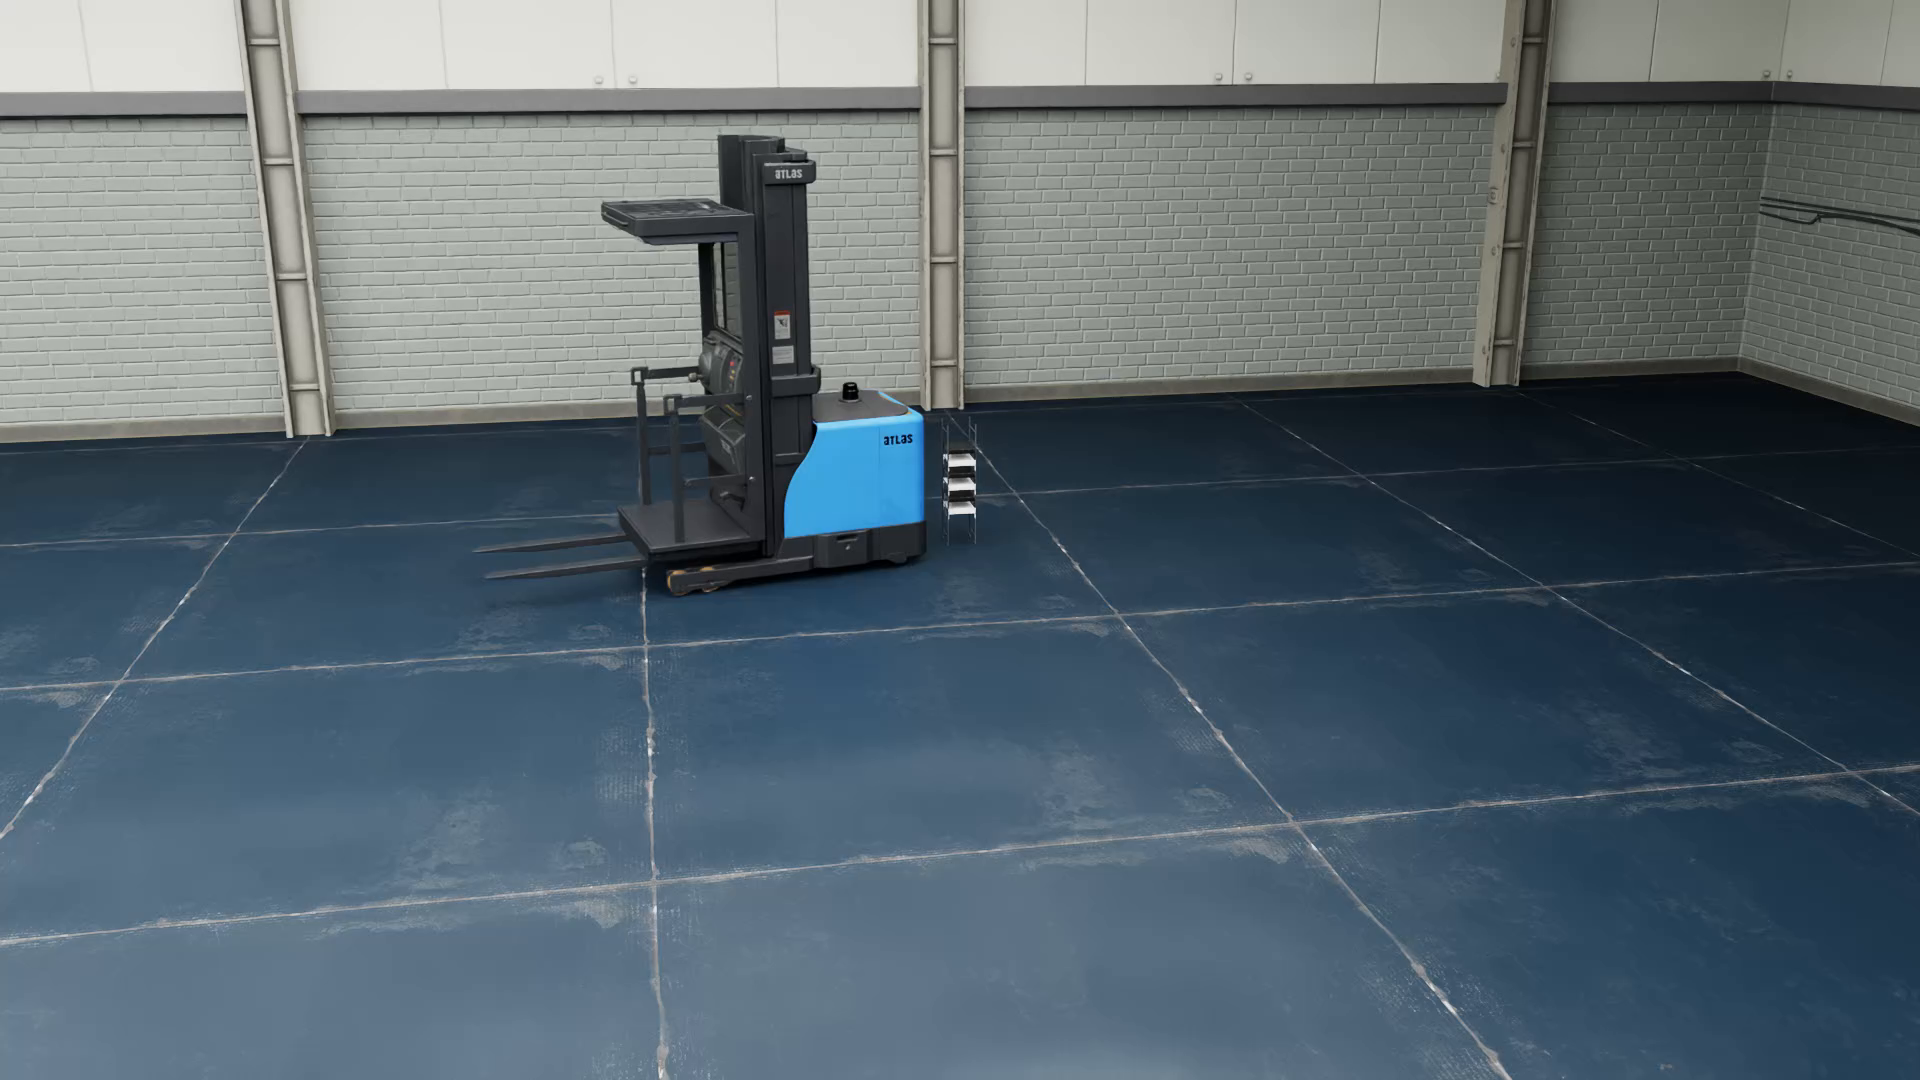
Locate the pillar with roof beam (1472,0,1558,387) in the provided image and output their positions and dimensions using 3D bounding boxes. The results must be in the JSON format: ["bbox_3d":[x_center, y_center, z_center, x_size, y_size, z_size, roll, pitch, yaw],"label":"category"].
[{"bbox_3d":[6.529,-4.732,12.391,0.400,9.000,9.100,-3,17,-10],"label":"pillar with roof beam"}]

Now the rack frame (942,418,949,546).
[{"bbox_3d":[-0.108,-0.424,12.160,0.006,0.900,0.240,-3,17,-10],"label":"rack frame"}]

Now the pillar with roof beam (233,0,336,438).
[{"bbox_3d":[-5.253,-4.063,10.215,0.400,9.000,9.100,-3,17,-10],"label":"pillar with roof beam"}]

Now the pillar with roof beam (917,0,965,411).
[{"bbox_3d":[0.638,-4.398,11.303,0.400,9.000,9.100,-3,17,-10],"label":"pillar with roof beam"}]

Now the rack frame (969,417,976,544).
[{"bbox_3d":[0.092,-0.435,12.197,0.006,0.900,0.240,-3,17,-10],"label":"rack frame"}]

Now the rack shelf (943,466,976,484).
[{"bbox_3d":[-0.008,-0.484,12.162,0.200,0.077,0.258,-3,17,-10],"label":"rack shelf"}]

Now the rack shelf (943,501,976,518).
[{"bbox_3d":[-0.008,-0.226,12.241,0.200,0.077,0.258,-3,17,-10],"label":"rack shelf"}]

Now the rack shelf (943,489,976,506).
[{"bbox_3d":[-0.008,-0.312,12.214,0.200,0.077,0.258,-3,17,-10],"label":"rack shelf"}]

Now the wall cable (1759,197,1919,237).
[{"bbox_3d":[8.855,-4.271,16.181,0.112,2.526,3.097,-3,17,-10],"label":"wall cable"}]

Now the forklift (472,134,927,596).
[{"bbox_3d":[-1.804,-1.206,11.245,3.031,2.935,1.130,-7,18,-22],"label":"forklift"}]

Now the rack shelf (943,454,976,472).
[{"bbox_3d":[-0.008,-0.570,12.135,0.200,0.077,0.258,-3,17,-10],"label":"rack shelf"}]

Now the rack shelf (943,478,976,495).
[{"bbox_3d":[-0.008,-0.398,12.188,0.200,0.077,0.258,-3,17,-10],"label":"rack shelf"}]

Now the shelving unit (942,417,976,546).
[{"bbox_3d":[-0.008,-0.430,12.178,0.210,0.900,0.258,-3,17,-10],"label":"shelving unit"}]

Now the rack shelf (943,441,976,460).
[{"bbox_3d":[-0.008,-0.656,12.109,0.200,0.077,0.258,-3,17,-10],"label":"rack shelf"}]
